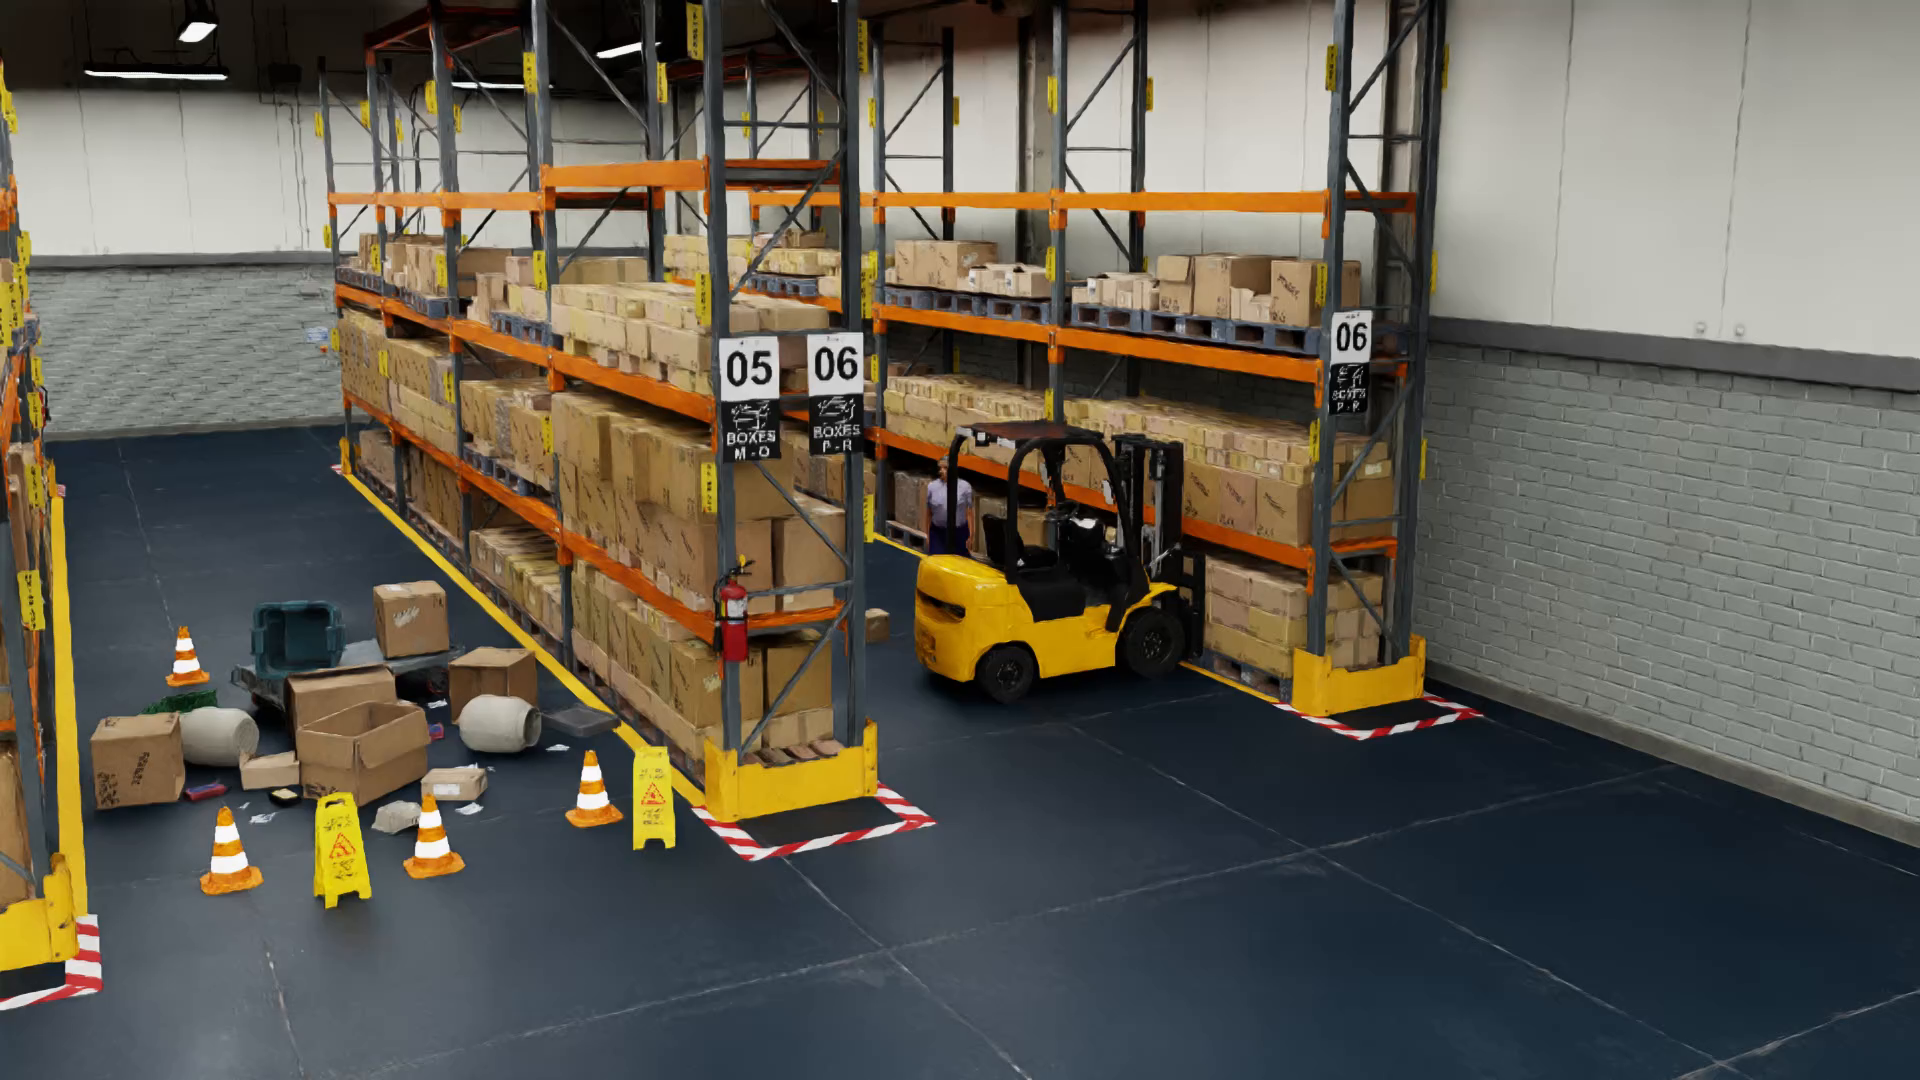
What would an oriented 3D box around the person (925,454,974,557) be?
[{"bbox_3d":[-0.106,-0.010,16.014,0.490,1.643,0.576,0,12,0],"label":"person"}]
